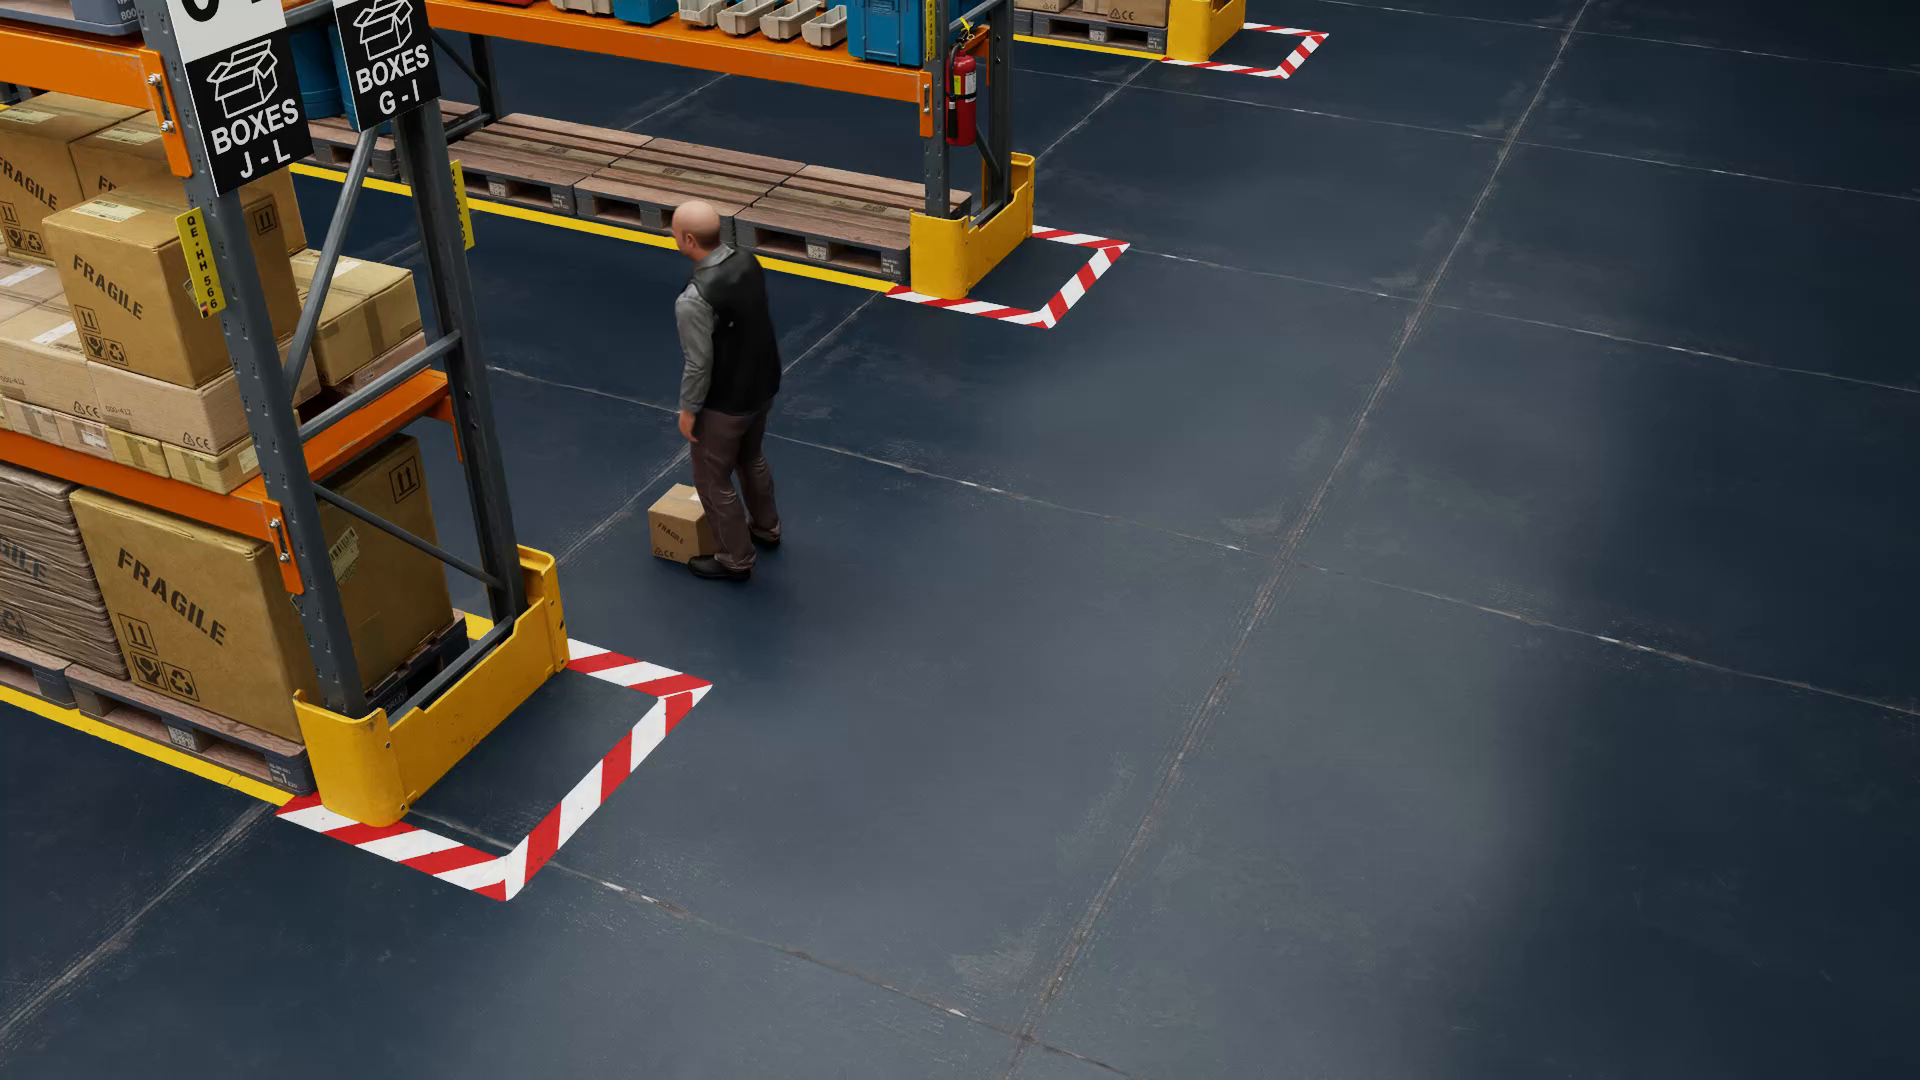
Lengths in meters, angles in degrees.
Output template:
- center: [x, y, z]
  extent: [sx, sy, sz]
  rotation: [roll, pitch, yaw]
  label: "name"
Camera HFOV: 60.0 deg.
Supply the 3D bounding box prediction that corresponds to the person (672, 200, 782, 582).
- center: [-0.982, -0.624, 7.106]
  extent: [0.419, 1.721, 0.581]
  rotation: [15, 36, 21]
  label: "person"
